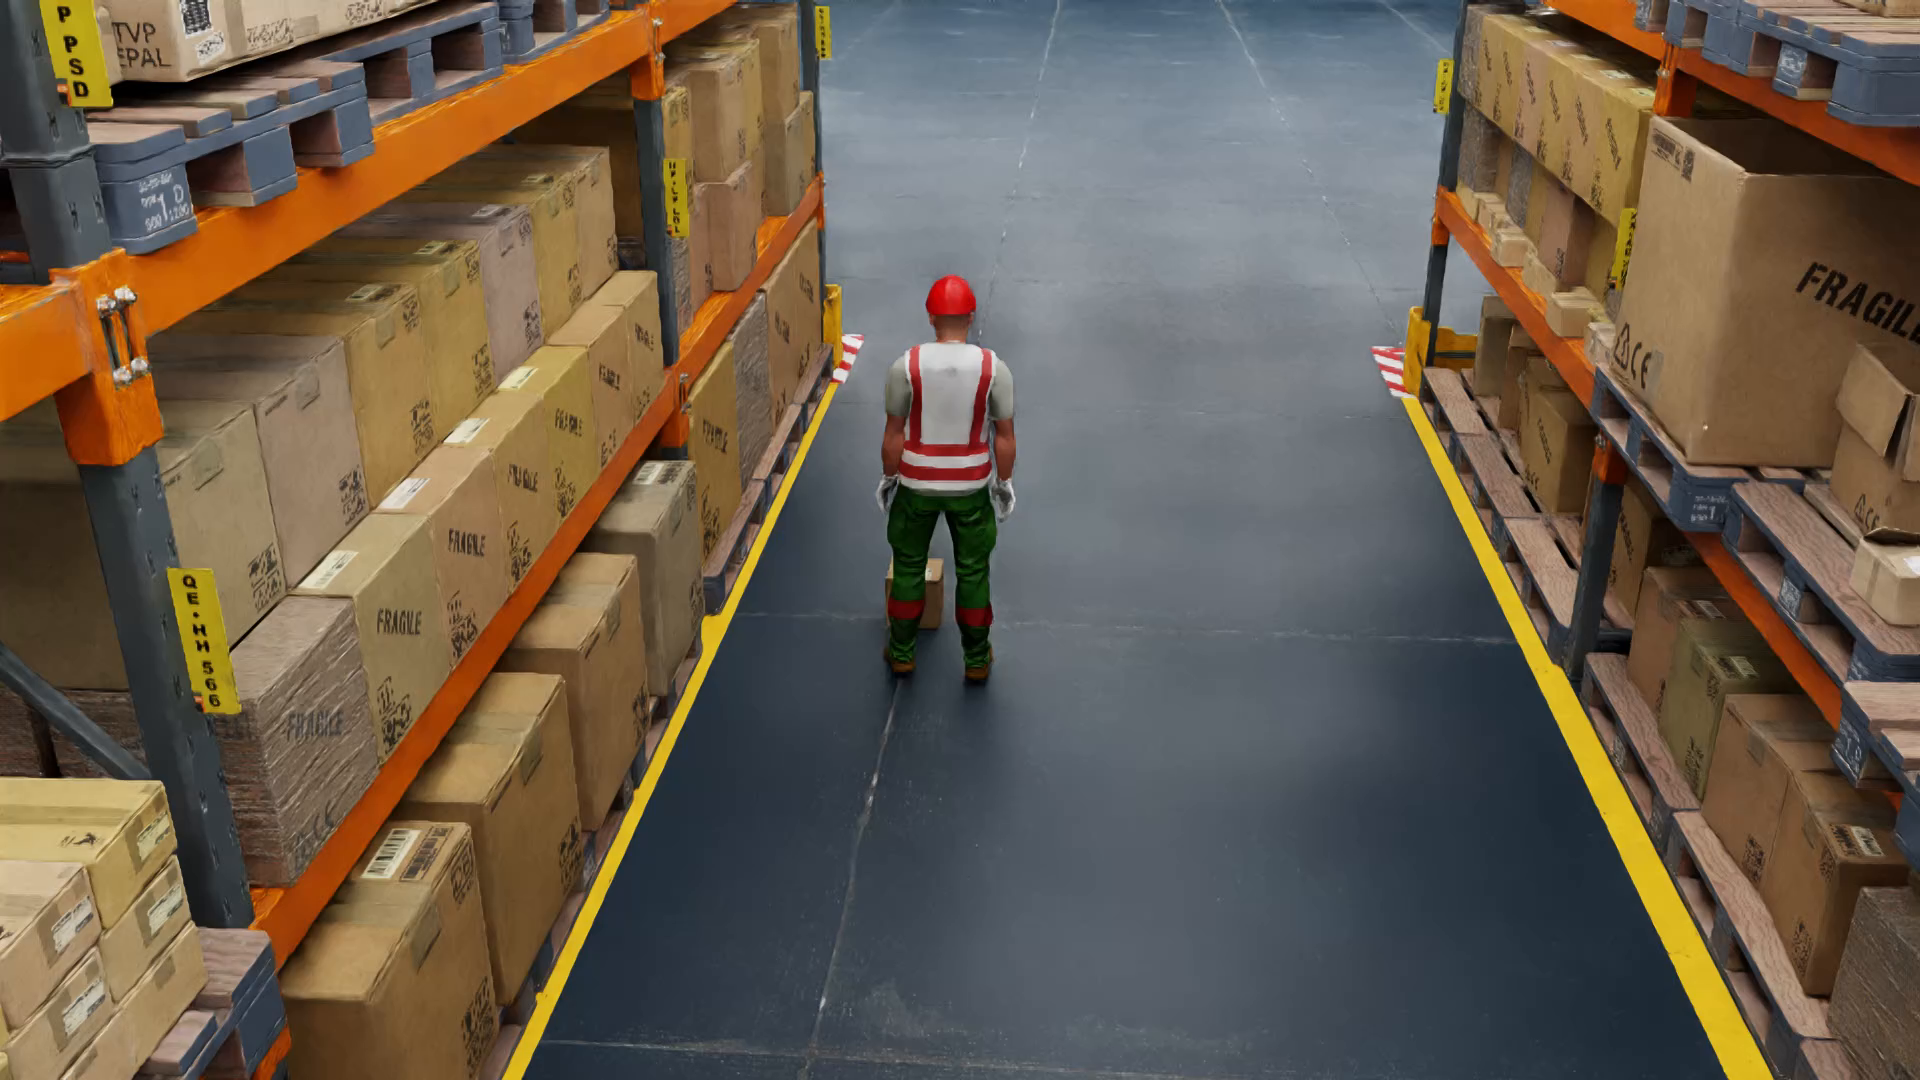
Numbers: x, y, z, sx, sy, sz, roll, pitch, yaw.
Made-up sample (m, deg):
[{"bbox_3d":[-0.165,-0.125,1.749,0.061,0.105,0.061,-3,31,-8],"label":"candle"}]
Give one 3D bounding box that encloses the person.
[{"bbox_3d":[-0.063,-0.252,7.077,0.591,1.796,0.405,-1,24,-2],"label":"person"}]
